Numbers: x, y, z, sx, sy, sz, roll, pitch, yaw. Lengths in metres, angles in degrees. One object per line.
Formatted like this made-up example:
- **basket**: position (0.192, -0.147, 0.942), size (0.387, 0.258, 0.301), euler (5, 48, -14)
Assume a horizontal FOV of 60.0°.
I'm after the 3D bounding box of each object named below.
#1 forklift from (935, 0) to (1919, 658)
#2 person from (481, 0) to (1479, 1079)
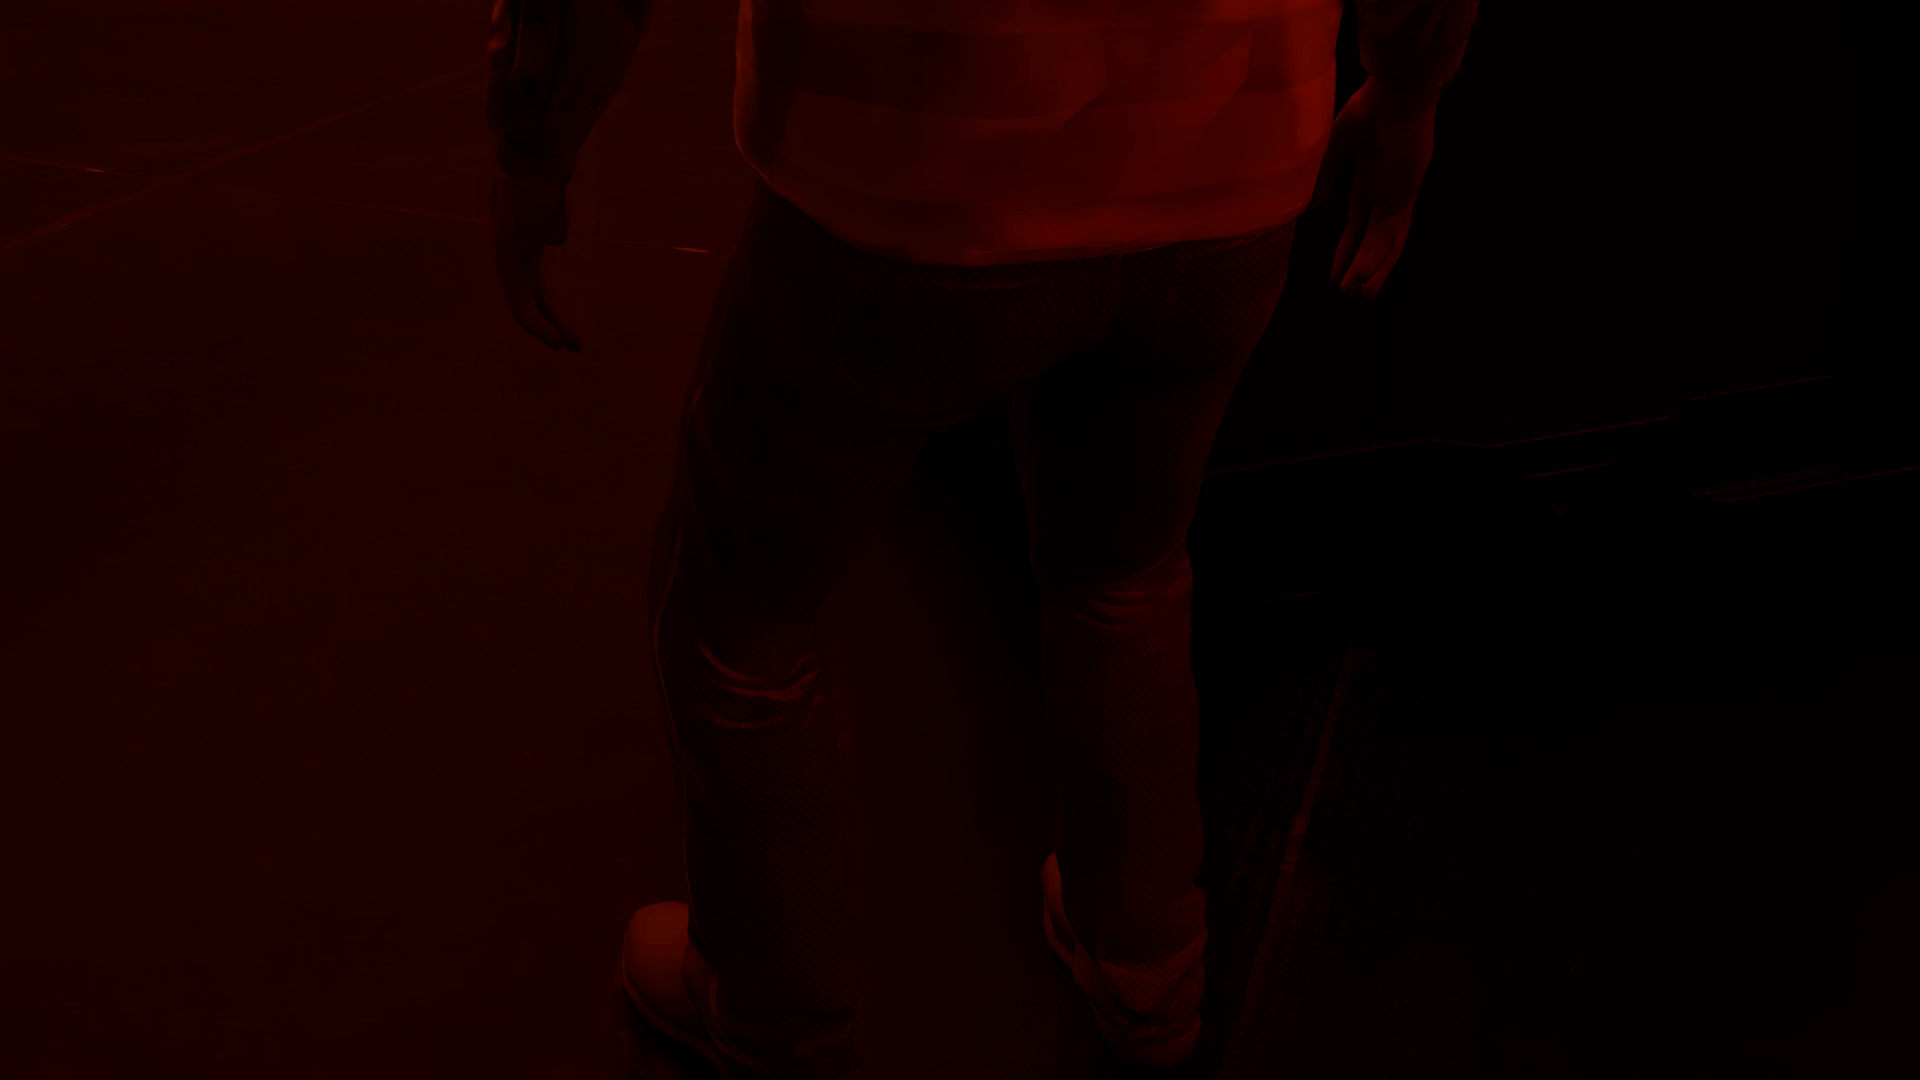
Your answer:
- **forklift**: position (1.446, -1.542, 2.248), size (3.031, 2.935, 1.130), euler (-9, 31, -16)
- **person**: position (0.034, -0.297, 1.262), size (0.769, 1.745, 0.409), euler (-11, 31, -19)
